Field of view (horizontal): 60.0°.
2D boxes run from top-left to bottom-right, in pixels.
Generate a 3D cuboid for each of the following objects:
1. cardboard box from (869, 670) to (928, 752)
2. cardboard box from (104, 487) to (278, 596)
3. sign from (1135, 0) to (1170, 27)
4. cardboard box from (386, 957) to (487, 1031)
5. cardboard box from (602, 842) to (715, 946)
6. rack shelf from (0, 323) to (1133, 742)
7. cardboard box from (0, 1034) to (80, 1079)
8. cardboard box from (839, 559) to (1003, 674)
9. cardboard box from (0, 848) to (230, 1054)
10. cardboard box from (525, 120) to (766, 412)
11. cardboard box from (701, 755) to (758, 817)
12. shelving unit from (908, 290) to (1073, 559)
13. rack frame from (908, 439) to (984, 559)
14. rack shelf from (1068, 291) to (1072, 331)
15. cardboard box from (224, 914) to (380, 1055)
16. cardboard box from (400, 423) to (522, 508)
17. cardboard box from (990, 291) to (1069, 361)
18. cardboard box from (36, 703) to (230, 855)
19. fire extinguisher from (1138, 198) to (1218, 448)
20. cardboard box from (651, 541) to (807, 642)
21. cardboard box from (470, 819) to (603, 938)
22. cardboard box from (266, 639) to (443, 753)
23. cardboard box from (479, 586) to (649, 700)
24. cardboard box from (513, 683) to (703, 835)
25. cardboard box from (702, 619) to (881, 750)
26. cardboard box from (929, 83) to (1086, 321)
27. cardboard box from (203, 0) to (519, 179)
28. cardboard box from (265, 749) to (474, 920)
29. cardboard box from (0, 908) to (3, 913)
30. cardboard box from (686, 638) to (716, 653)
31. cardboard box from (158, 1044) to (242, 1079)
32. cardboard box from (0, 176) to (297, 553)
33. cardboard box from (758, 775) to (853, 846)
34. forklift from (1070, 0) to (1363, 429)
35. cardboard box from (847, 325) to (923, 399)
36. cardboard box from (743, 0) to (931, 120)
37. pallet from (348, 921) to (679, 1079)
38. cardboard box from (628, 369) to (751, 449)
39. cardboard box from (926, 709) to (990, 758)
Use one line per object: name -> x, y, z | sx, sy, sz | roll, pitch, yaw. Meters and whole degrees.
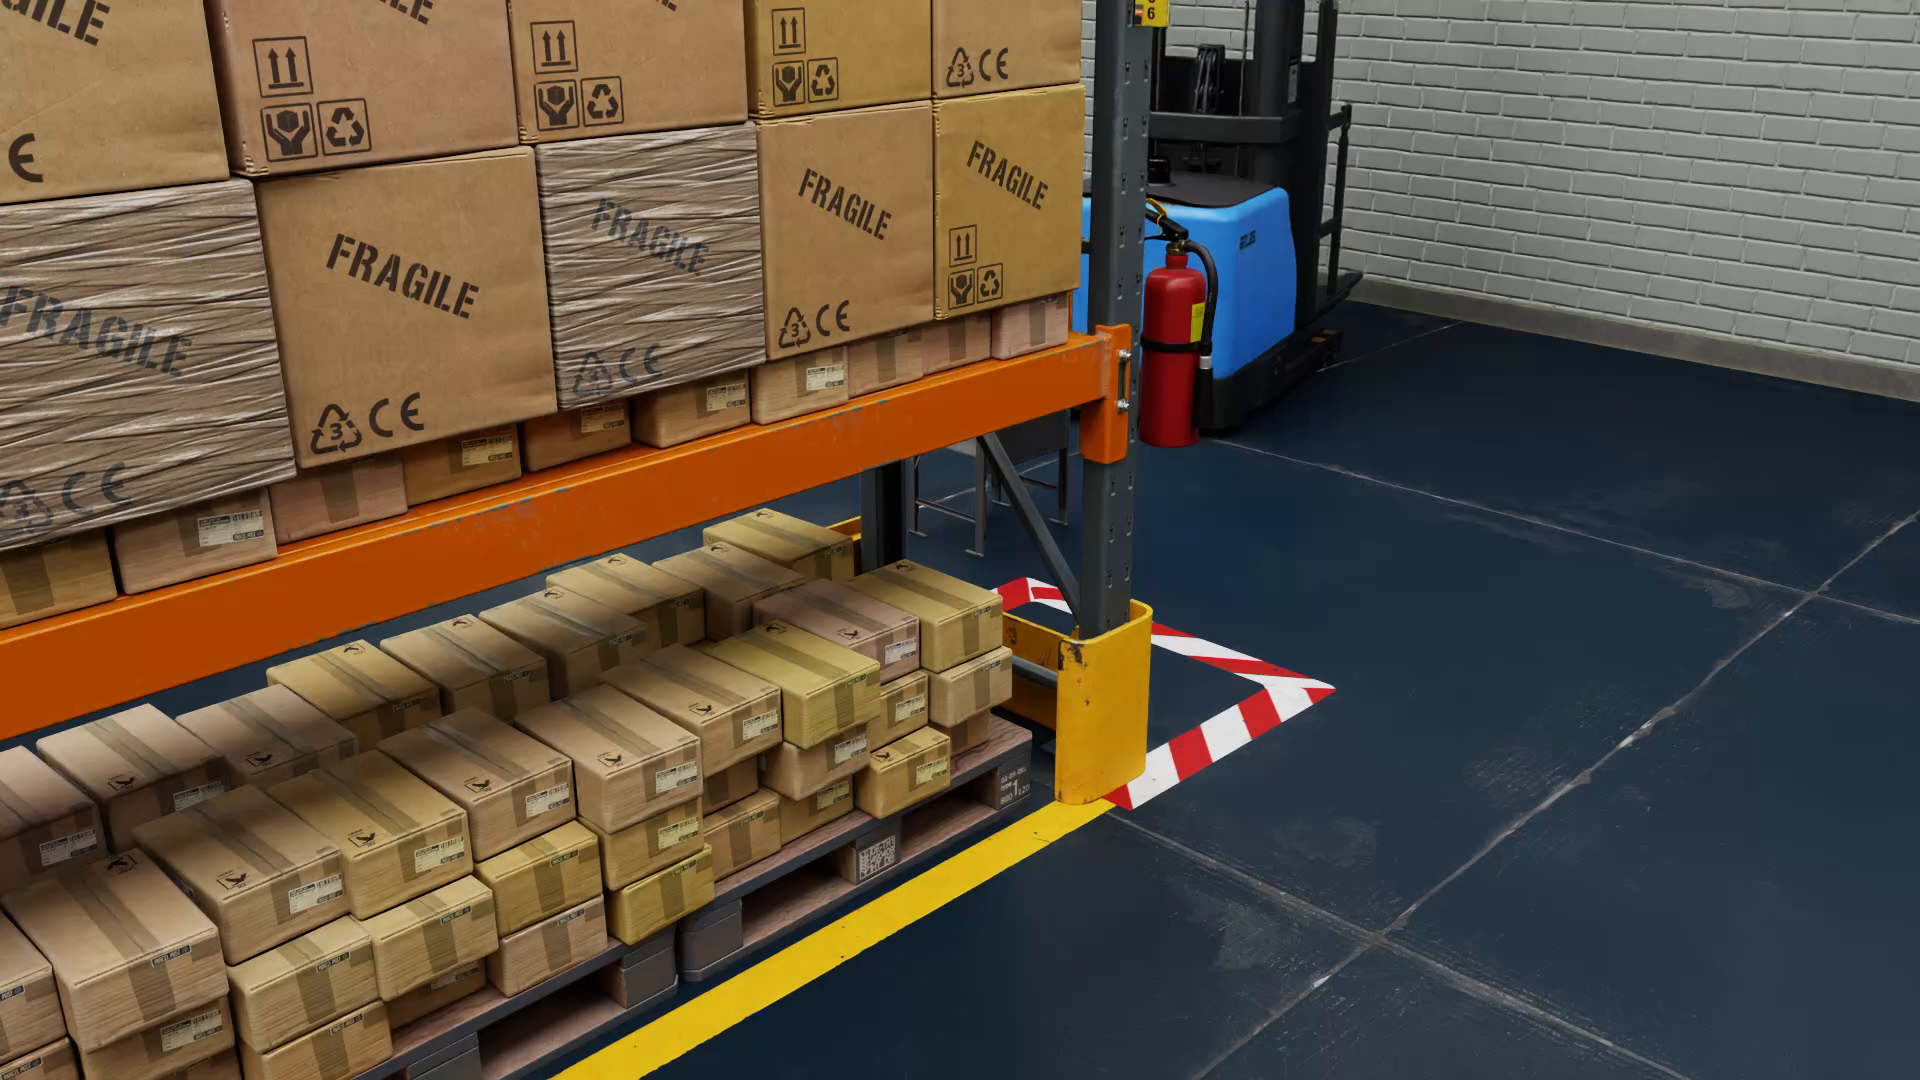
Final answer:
cardboard box -> -0.302, 0.398, 4.332 | 0.380, 0.149, 0.250 | 18, 28, 39
cardboard box -> -1.392, -0.055, 2.887 | 0.250, 0.149, 0.380 | -19, 28, -40
sign -> 0.466, -1.403, 3.989 | 0.100, 0.325, 0.005 | 19, 28, 41
cardboard box -> -1.220, 0.861, 3.543 | 0.250, 0.149, 0.380 | -19, 28, -41
cardboard box -> -0.784, 0.749, 3.833 | 0.380, 0.149, 0.250 | 18, 27, 38
rack shelf -> -1.313, -0.009, 3.420 | 1.077, 0.370, 4.000 | 19, 28, 41
cardboard box -> -1.779, 0.924, 2.963 | 0.380, 0.149, 0.250 | 17, 27, 38
cardboard box -> -0.106, 0.198, 4.438 | 0.380, 0.149, 0.250 | 20, 28, 41
cardboard box -> -1.542, 0.739, 3.031 | 0.250, 0.149, 0.380 | -19, 28, -41
cardboard box -> -0.757, -0.601, 3.402 | 0.500, 0.500, 0.500 | 19, 28, 41
cardboard box -> -0.704, 0.521, 4.011 | 0.380, 0.149, 0.250 | 19, 28, 40
shelving unit -> 0.115, -1.023, 6.309 | 0.431, 2.100, 0.503 | 19, 28, 41
rack frame -> -0.055, -0.960, 6.145 | 0.400, 2.100, 0.015 | 19, 28, 41
rack shelf -> 0.115, -1.010, 6.313 | 0.431, 0.518, 0.480 | 19, 28, 41
cardboard box -> -1.349, 0.810, 3.259 | 0.380, 0.149, 0.250 | 19, 28, 40
cardboard box -> -1.078, -0.206, 3.279 | 0.250, 0.149, 0.380 | -20, 28, -41
cardboard box -> 0.057, -0.587, 4.271 | 0.380, 0.149, 0.250 | 19, 28, 41
cardboard box -> -1.789, 0.516, 3.610 | 0.380, 0.149, 0.250 | 18, 27, 39
fire extinguisher -> 0.589, -0.598, 4.577 | 0.296, 0.674, 0.183 | 19, 28, 41
cardboard box -> -0.633, 0.149, 4.566 | 0.250, 0.149, 0.380 | -20, 28, -41
cardboard box -> -0.987, 0.676, 3.609 | 0.250, 0.149, 0.380 | -18, 28, -39
cardboard box -> -1.431, 0.391, 3.935 | 0.250, 0.149, 0.380 | -20, 28, -41
cardboard box -> -1.014, 0.266, 4.261 | 0.380, 0.149, 0.250 | 18, 27, 38
cardboard box -> -0.785, 0.480, 3.704 | 0.250, 0.149, 0.380 | -19, 28, -40
cardboard box -> -0.412, 0.346, 4.052 | 0.380, 0.149, 0.250 | 18, 28, 39
cardboard box -> -0.047, -0.864, 4.089 | 0.500, 0.500, 0.500 | -19, 28, -41
cardboard box -> -1.135, -0.928, 2.861 | 0.500, 0.500, 0.500 | 18, 27, 39
cardboard box -> -1.211, 0.594, 3.406 | 0.380, 0.149, 0.250 | 19, 28, 41
cardboard box -> -1.953, 0.748, 3.420 | 0.250, 0.149, 0.380 | -19, 28, -41
cardboard box -> -0.806, 0.349, 4.460 | 0.380, 0.149, 0.250 | 20, 29, 41
cardboard box -> -1.598, 0.990, 3.206 | 0.380, 0.149, 0.250 | 18, 27, 38
cardboard box -> -1.465, -0.330, 2.698 | 0.500, 0.500, 0.500 | 18, 28, 40
cardboard box -> -0.488, 0.601, 4.218 | 0.380, 0.149, 0.250 | 19, 28, 40
forklift -> 1.461, -2.368, 8.651 | 1.130, 2.935, 3.031 | 11, 24, 26
cardboard box -> -0.307, -0.464, 3.952 | 0.380, 0.149, 0.250 | 19, 28, 40
cardboard box -> -0.412, -1.201, 3.571 | 0.500, 0.500, 0.500 | 18, 27, 39
pallet -> -1.414, 0.974, 3.745 | 1.003, 0.211, 1.213 | 19, 28, 41
cardboard box -> -0.674, -0.332, 3.609 | 0.380, 0.149, 0.250 | 18, 27, 38
cardboard box -> -0.136, 0.463, 4.576 | 0.250, 0.149, 0.380 | -20, 28, -41
